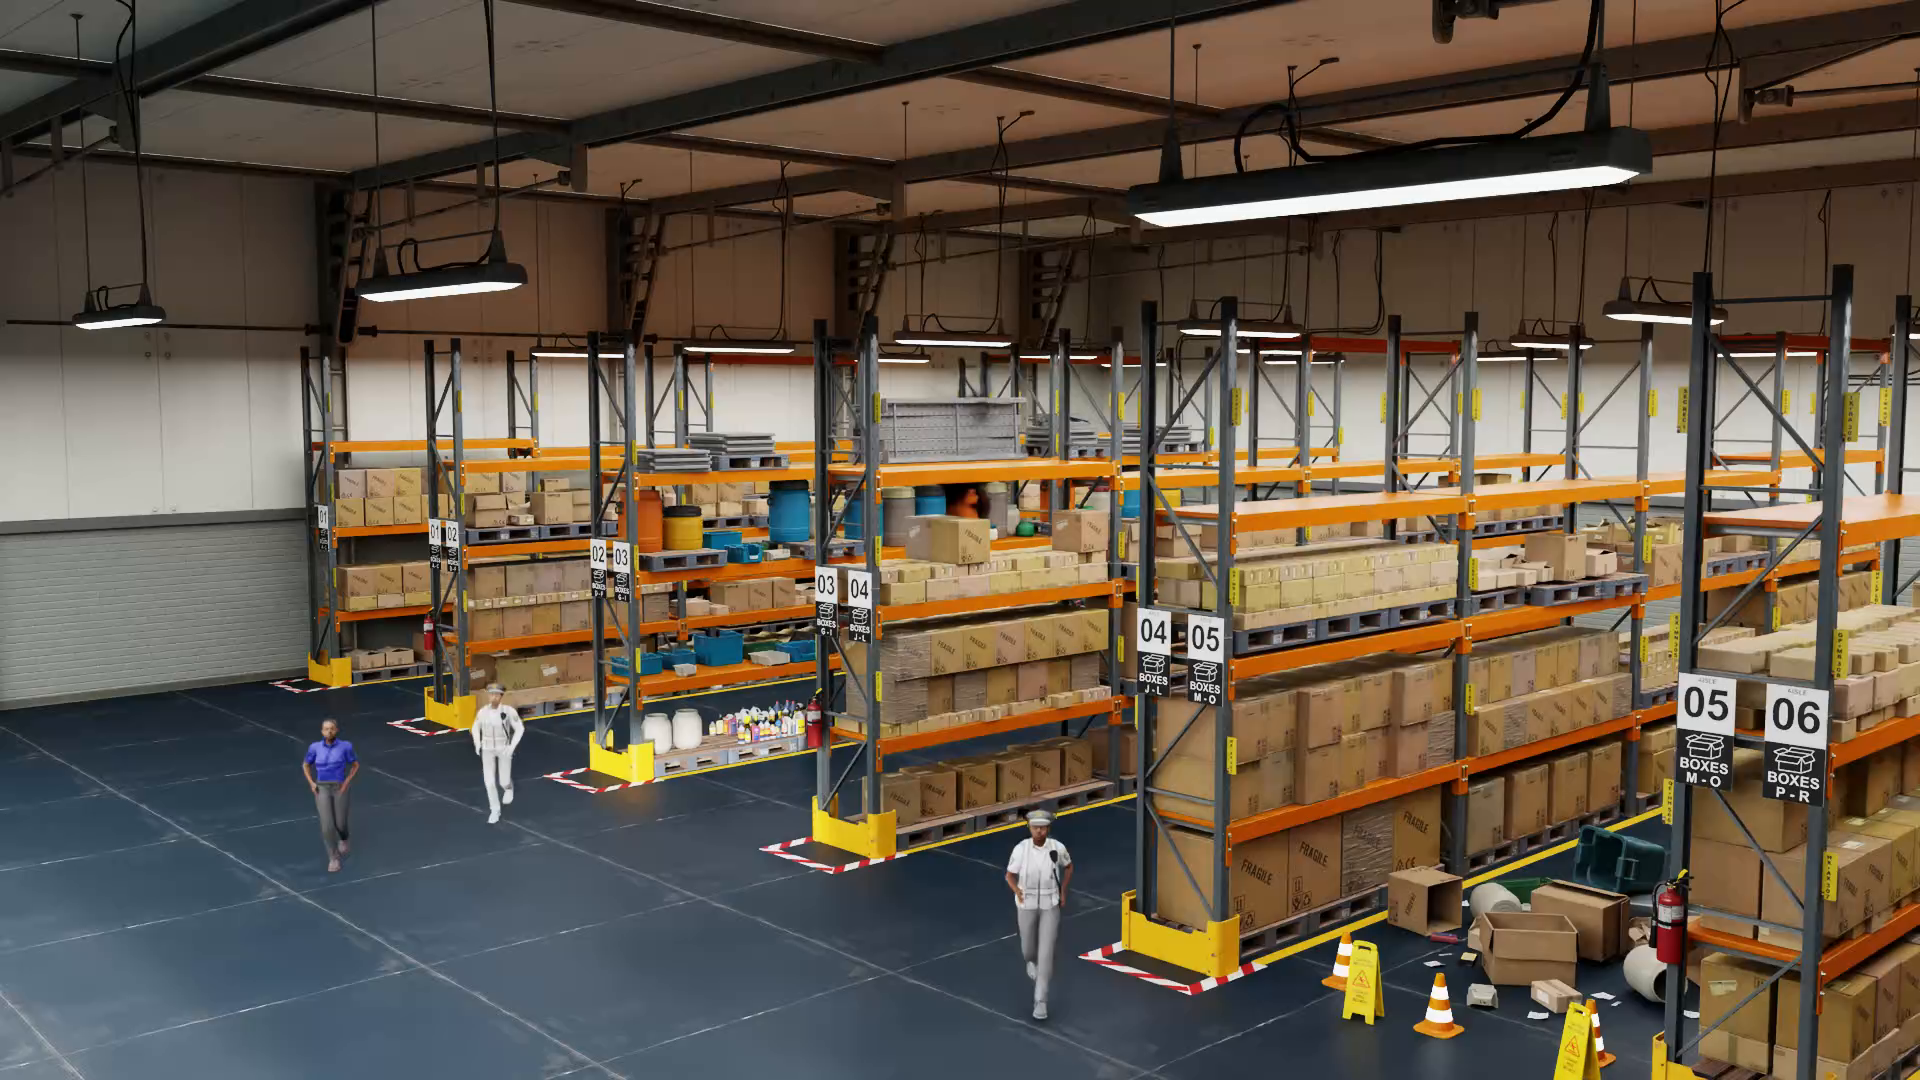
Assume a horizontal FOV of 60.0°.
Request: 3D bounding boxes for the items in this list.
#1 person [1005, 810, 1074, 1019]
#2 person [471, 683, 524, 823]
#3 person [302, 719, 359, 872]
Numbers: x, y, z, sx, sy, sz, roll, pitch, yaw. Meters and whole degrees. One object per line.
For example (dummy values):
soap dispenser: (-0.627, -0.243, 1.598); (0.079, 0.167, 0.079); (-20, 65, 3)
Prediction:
person: (0.673, 3.094, 14.065); (0.582, 1.685, 0.853); (0, 5, 3)
person: (-5.642, 2.554, 20.314); (0.651, 1.664, 0.686); (0, 5, -4)
person: (-6.890, 2.760, 18.228); (0.587, 1.638, 0.660); (-2, 5, -18)
